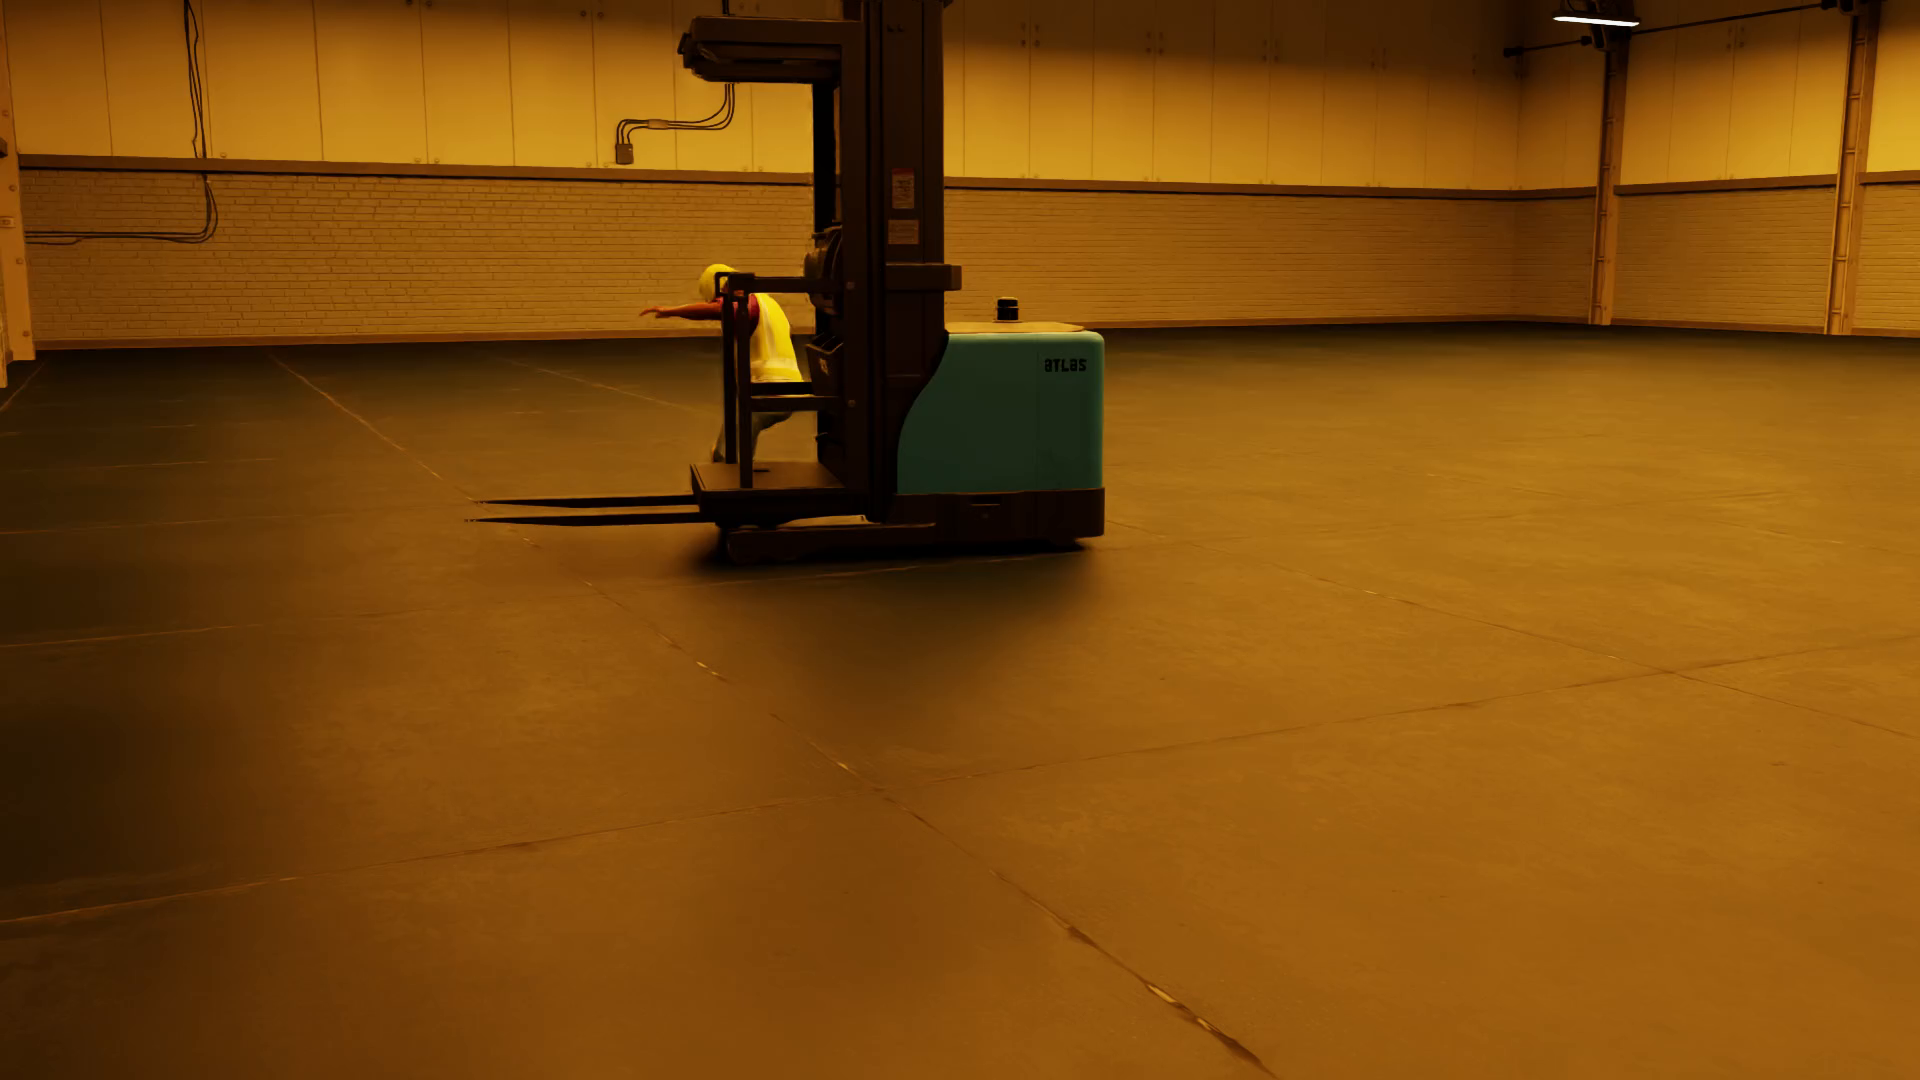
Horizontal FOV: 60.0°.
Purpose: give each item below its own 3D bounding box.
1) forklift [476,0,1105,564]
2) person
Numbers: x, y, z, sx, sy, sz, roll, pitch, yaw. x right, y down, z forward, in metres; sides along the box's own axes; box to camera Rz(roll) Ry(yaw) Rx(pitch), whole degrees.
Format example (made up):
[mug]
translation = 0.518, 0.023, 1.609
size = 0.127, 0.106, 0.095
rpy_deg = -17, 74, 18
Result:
[forklift]
translation = -0.850, -1.425, 8.194
size = 3.031, 2.935, 1.130
rpy_deg = -2, 10, -12
[person]
translation = -1.314, -0.897, 9.699
size = 0.967, 1.410, 1.182
rpy_deg = 4, 10, 23
